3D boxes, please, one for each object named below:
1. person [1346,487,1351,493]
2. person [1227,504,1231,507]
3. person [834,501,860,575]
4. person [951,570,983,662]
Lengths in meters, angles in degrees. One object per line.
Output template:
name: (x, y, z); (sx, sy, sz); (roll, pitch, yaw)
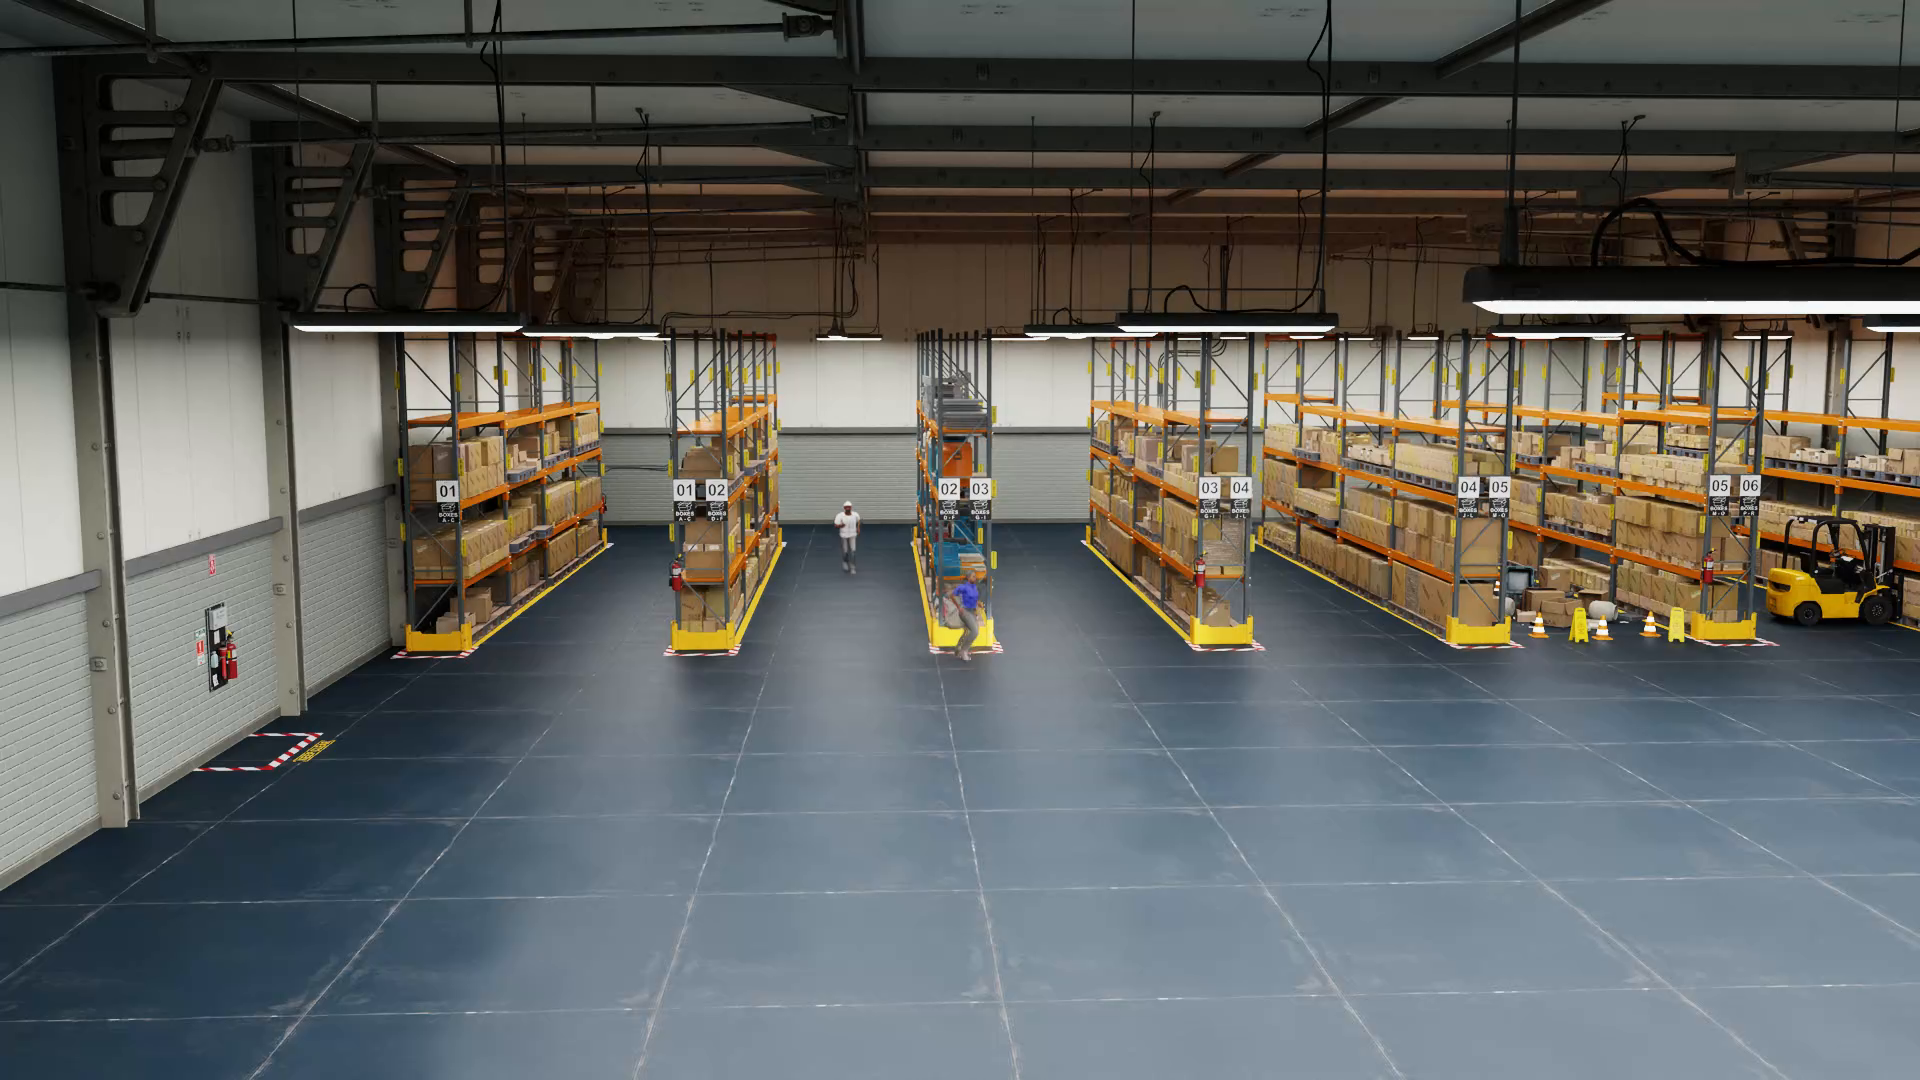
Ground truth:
person: (10.844, -0.600, 46.325); (0.655, 1.747, 0.716); (-2, 7, -13)
person: (7.447, -0.802, 48.179); (0.515, 1.710, 0.713); (-6, 9, -40)
person: (-2.800, -0.068, 41.580); (0.683, 1.806, 0.845); (-1, 7, -10)
person: (0.149, 1.382, 30.111); (0.586, 1.646, 0.575); (4, 8, 30)
